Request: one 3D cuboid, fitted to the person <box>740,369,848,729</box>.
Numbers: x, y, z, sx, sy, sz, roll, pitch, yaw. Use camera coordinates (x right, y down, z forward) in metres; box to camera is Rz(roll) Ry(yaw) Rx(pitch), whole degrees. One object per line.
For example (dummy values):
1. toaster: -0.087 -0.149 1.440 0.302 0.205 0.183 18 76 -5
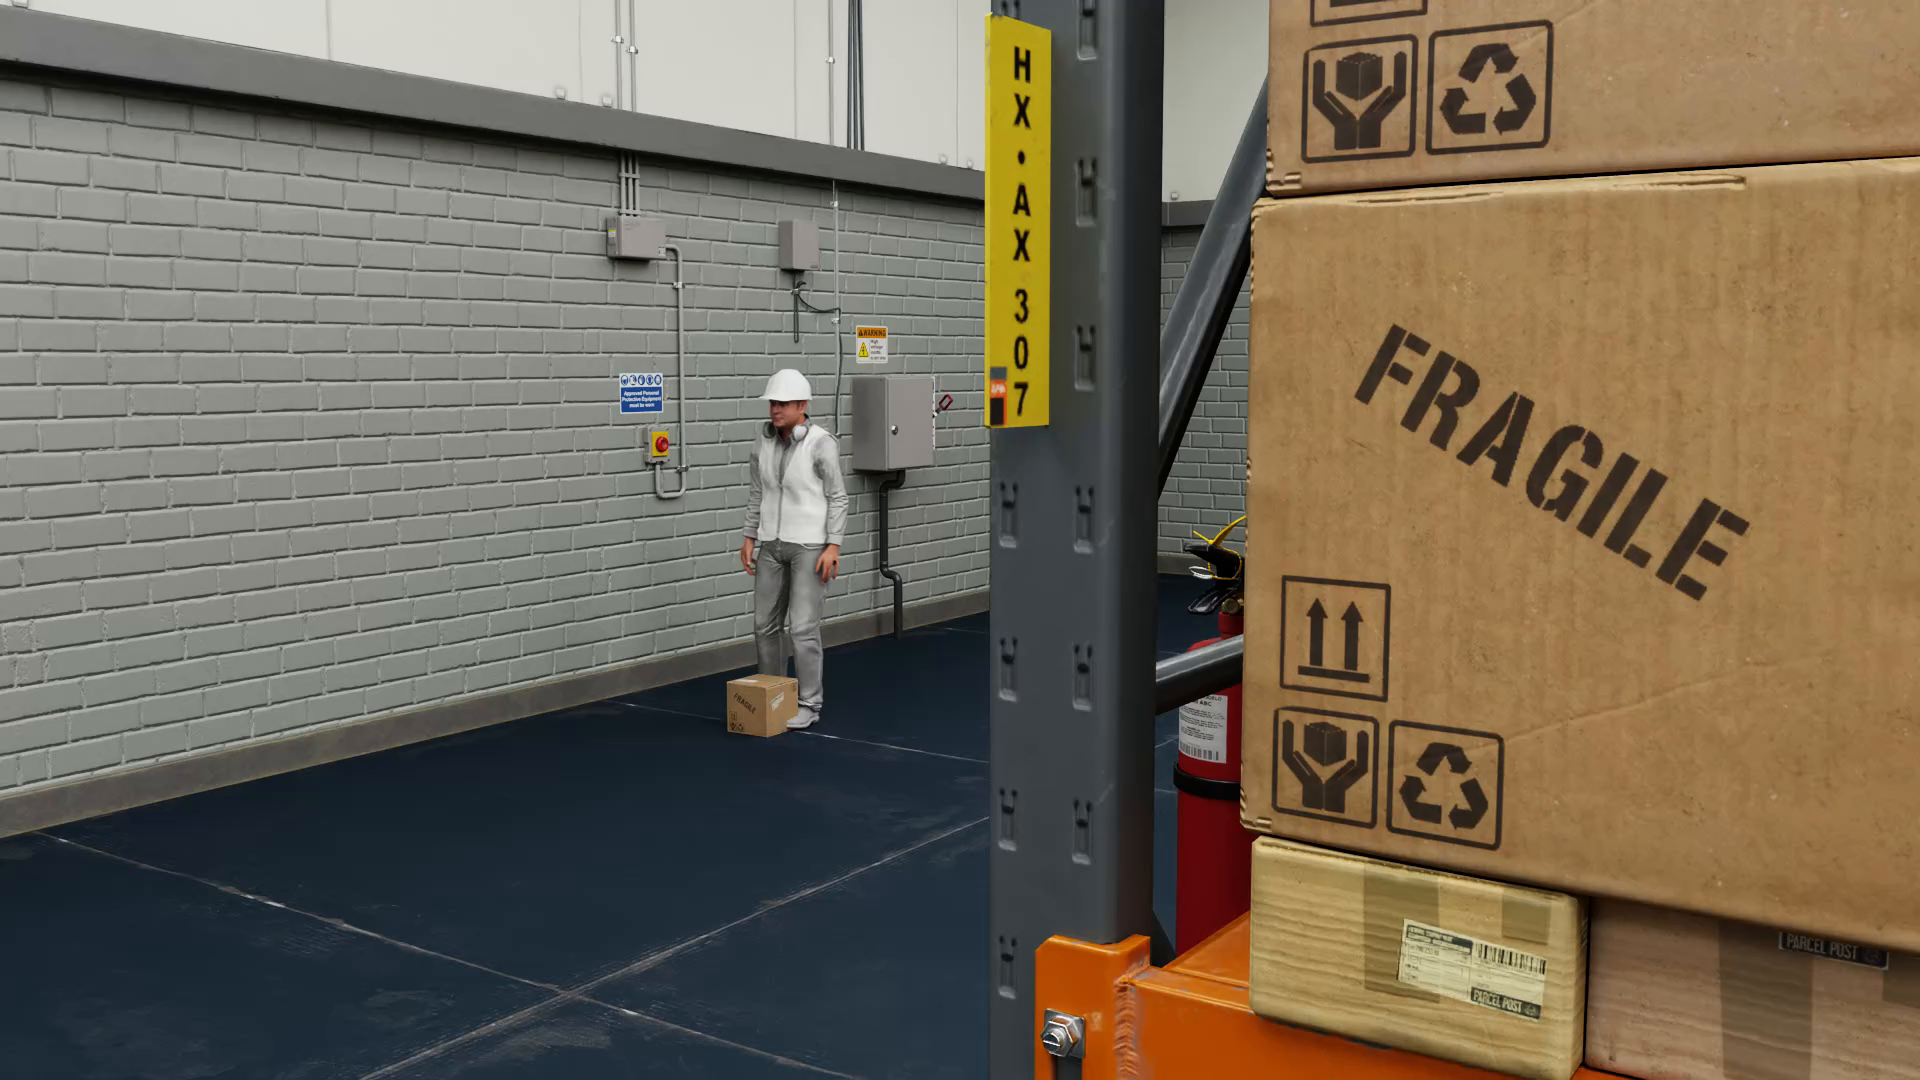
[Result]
1. person: -0.833 0.035 8.325 0.590 1.772 0.465 4 7 31
